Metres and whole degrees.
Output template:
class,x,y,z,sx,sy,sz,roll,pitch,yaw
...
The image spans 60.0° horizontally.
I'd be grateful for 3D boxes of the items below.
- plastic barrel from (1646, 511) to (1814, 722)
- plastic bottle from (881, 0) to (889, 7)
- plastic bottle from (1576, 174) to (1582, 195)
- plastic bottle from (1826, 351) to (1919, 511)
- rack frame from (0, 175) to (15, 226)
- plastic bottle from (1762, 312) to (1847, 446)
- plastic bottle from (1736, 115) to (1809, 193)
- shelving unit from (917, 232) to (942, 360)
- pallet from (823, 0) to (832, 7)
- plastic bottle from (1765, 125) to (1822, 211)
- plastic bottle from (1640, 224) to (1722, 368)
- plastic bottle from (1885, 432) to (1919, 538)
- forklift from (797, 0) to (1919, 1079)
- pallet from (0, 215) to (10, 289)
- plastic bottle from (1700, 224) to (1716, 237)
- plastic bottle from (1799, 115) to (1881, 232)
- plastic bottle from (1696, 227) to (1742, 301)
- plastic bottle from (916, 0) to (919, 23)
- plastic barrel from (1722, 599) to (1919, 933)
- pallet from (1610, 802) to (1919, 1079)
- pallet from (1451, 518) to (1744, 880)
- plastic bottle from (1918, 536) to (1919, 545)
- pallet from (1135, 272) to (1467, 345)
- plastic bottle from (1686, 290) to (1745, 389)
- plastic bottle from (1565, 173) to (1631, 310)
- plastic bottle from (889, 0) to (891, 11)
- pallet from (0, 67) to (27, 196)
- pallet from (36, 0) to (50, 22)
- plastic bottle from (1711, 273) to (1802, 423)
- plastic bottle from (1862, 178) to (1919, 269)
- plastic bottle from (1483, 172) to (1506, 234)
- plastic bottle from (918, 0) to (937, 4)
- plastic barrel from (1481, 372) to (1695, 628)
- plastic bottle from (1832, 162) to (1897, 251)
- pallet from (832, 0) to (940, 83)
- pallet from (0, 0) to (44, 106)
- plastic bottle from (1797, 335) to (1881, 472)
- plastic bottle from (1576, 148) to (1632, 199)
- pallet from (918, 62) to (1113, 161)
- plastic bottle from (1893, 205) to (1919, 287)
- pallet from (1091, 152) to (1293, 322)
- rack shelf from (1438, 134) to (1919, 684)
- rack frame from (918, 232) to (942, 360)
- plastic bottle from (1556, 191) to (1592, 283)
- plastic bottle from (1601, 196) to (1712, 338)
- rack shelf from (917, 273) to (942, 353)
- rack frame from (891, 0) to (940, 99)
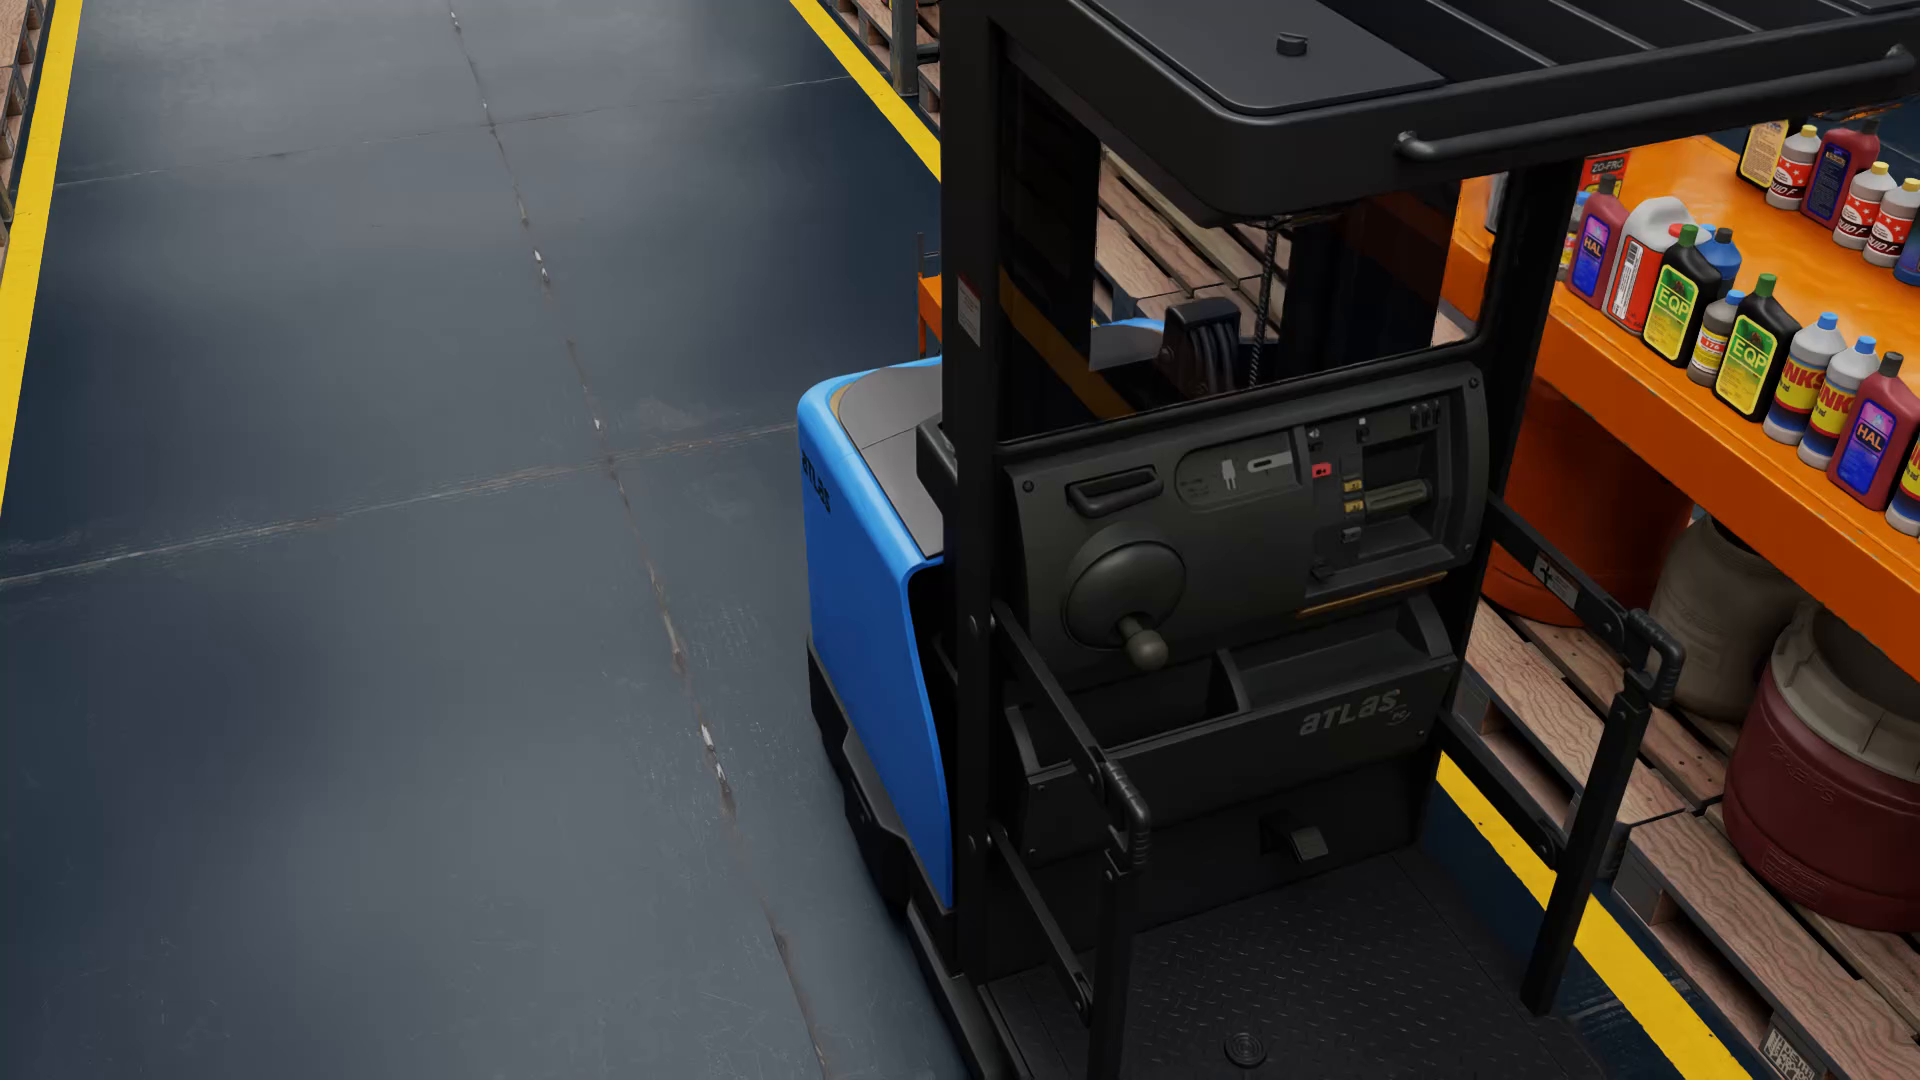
class,x,y,z,sx,sy,sz,roll,pitch,yaw
plastic barrel,2.000,0.173,4.246,0.421,0.512,0.421,0,37,0
plastic bottle,-0.331,-2.908,8.454,0.144,0.351,0.185,-13,39,-17
plastic bottle,1.397,-0.793,3.916,0.097,0.271,0.097,0,37,0
plastic bottle,1.738,-0.206,3.128,0.061,0.283,0.133,-12,39,-16
rack frame,-4.490,-2.461,6.024,1.000,3.000,0.127,-12,39,-16
plastic bottle,1.682,-0.326,3.296,0.097,0.271,0.097,0,37,0
plastic bottle,2.077,-1.040,4.234,0.061,0.283,0.133,-12,39,-16
shelving unit,0.018,-0.389,4.894,0.215,1.050,0.252,-12,39,-16
pallet,-0.455,-3.451,9.656,1.003,0.211,1.213,-12,39,-16
plastic bottle,2.100,-0.938,4.167,0.097,0.201,0.097,0,37,0
plastic bottle,1.545,-0.522,3.547,0.061,0.283,0.133,-12,39,-16
plastic bottle,1.794,-0.140,3.050,0.097,0.271,0.097,0,37,0
forklift,0.612,0.029,2.775,1.130,2.935,3.031,-13,39,-17
pallet,-4.220,-0.907,6.279,1.003,0.211,1.213,-12,39,-16
plastic bottle,1.653,-0.611,3.733,0.097,0.201,0.097,0,37,0
plastic bottle,2.157,-0.909,4.061,0.061,0.283,0.133,-12,39,-16
plastic bottle,1.613,-0.544,3.586,0.097,0.271,0.097,0,37,0
plastic bottle,-0.257,-2.685,8.281,0.097,0.201,0.097,0,37,0
plastic barrel,2.110,0.480,3.775,0.600,0.588,0.708,-12,39,-16
pallet,2.264,1.012,3.731,1.003,0.211,1.213,-12,39,-16
pallet,1.848,0.324,4.644,1.003,0.211,1.213,-12,39,-16
plastic bottle,1.860,-0.082,2.969,0.152,0.276,0.135,-12,39,-16
pallet,1.307,-0.558,5.816,1.003,0.211,1.213,-12,39,-16
plastic bottle,1.602,-0.428,3.490,0.097,0.201,0.097,0,37,0
plastic bottle,1.453,-0.674,3.748,0.061,0.283,0.133,-12,39,-16
plastic bottle,-0.314,-2.780,8.340,0.061,0.283,0.133,-11,38,-14
pallet,-4.754,-1.719,7.357,1.003,0.211,1.213,-12,39,-16
pallet,-5.594,-3.097,9.187,1.003,0.211,1.213,-12,39,-16
plastic bottle,1.625,-0.392,3.374,0.061,0.283,0.133,-12,39,-16
plastic bottle,2.213,-0.753,3.921,0.097,0.201,0.097,0,37,0
plastic bottle,1.383,-0.866,4.009,0.152,0.276,0.135,-12,39,-16
plastic bottle,-0.196,-2.938,8.493,0.144,0.351,0.185,-12,39,-16
plastic barrel,1.722,-0.255,4.550,0.600,0.830,0.708,-12,39,-16
plastic bottle,2.179,-0.808,3.994,0.097,0.201,0.097,0,37,0
pallet,-0.031,-2.760,8.739,1.003,0.211,1.213,-12,39,-16
pallet,-5.177,-2.409,8.273,1.003,0.211,1.213,-12,39,-16
plastic bottle,1.715,-0.271,3.223,0.097,0.271,0.097,0,37,0
plastic bottle,1.526,-0.897,4.051,0.152,0.276,0.135,-12,39,-16
pallet,0.468,-1.937,7.646,1.003,0.211,1.213,-12,39,-16
plastic bottle,2.246,-0.726,3.827,0.097,0.271,0.097,0,37,0
pallet,0.891,-1.247,6.729,1.003,0.211,1.213,-12,39,-16
rack shelf,2.226,0.191,3.102,1.077,0.370,4.000,-12,39,-16
rack frame,-0.024,-0.458,4.985,0.200,1.050,0.008,-12,39,-16
plastic bottle,1.430,-0.710,3.864,0.097,0.201,0.097,0,37,0
plastic bottle,1.542,-0.604,3.662,0.152,0.276,0.135,-12,39,-16
rack shelf,0.018,-0.607,4.730,0.215,0.259,0.240,-12,39,-16
rack frame,0.161,-3.486,7.385,1.000,3.000,0.127,-12,39,-16
